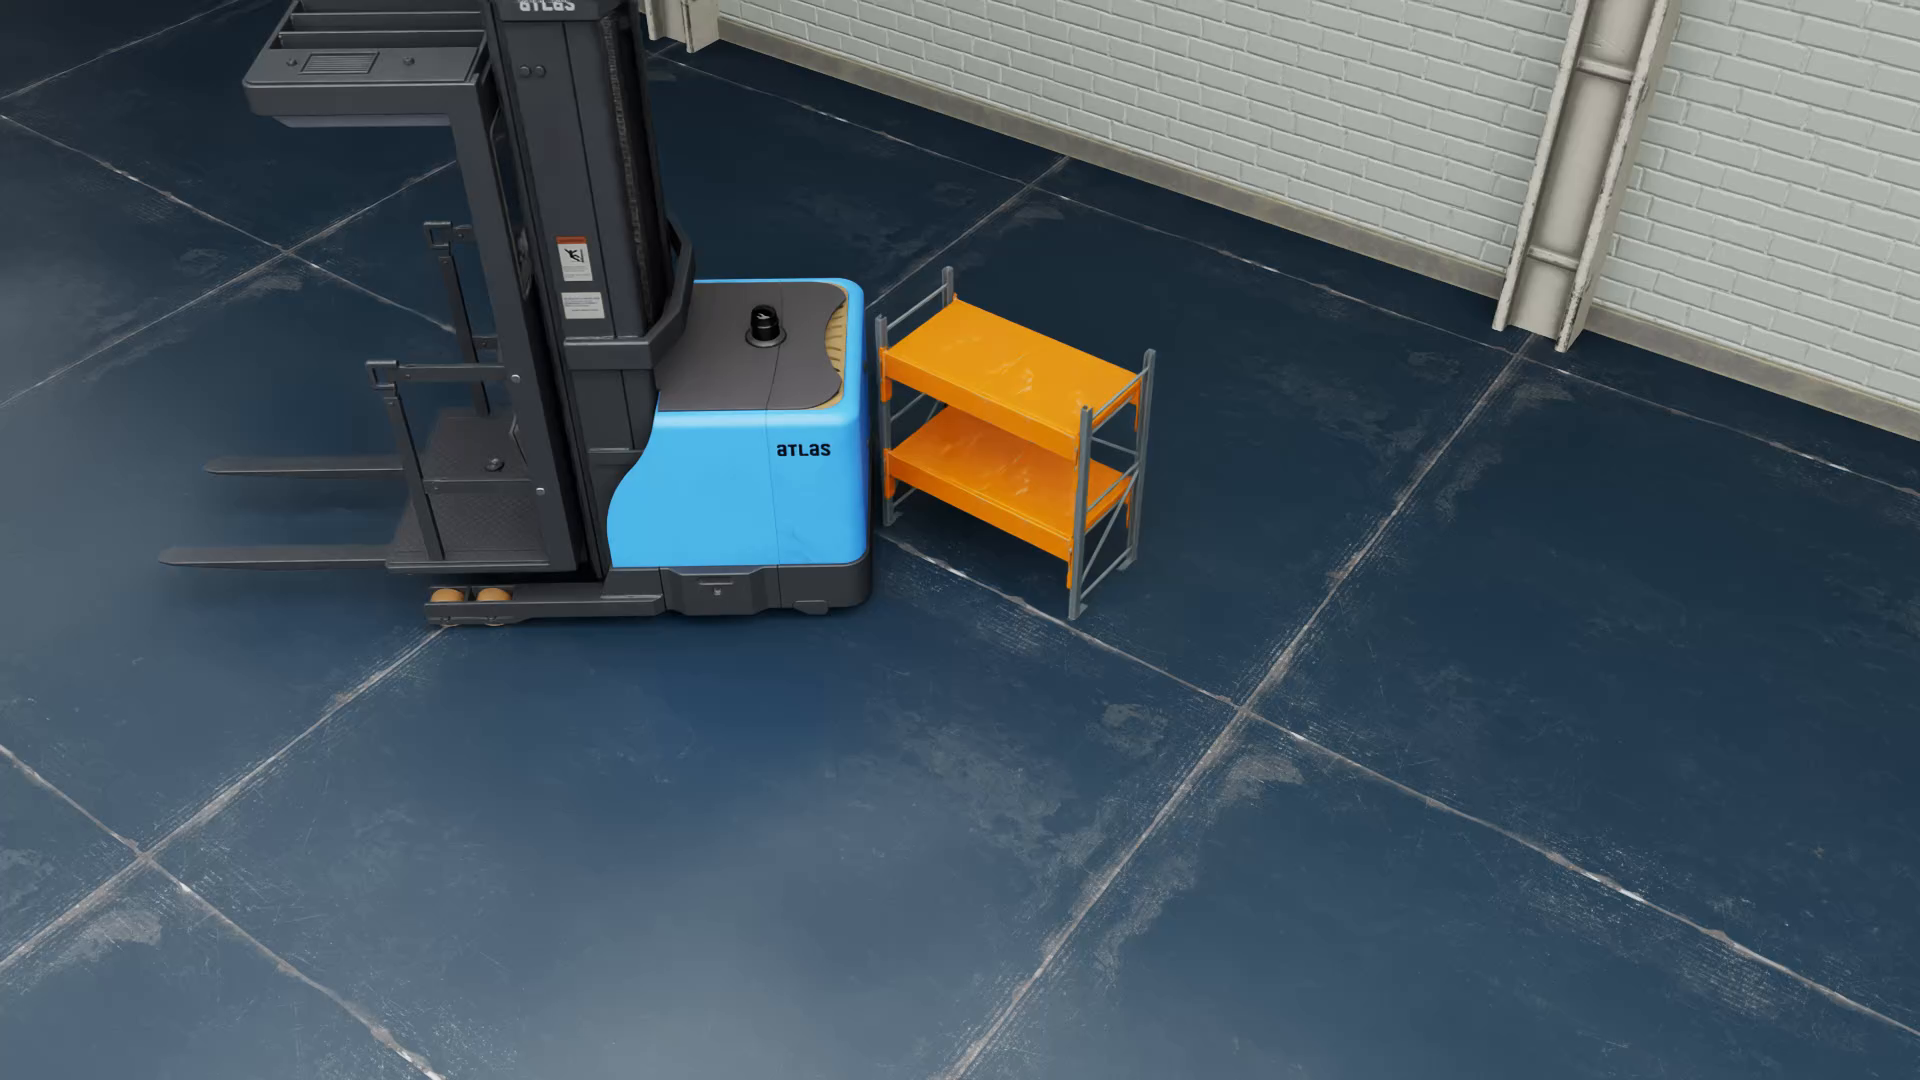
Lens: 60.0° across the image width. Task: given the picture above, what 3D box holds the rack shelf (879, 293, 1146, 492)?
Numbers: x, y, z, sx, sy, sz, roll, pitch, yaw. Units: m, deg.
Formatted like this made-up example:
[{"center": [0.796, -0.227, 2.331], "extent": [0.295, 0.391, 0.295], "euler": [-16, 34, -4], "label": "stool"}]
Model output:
[{"center": [0.218, -0.632, 6.923], "extent": [1.000, 0.278, 0.538], "euler": [27, 48, 27], "label": "rack shelf"}]

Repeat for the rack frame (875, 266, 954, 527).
[{"center": [-0.189, -0.618, 7.345], "extent": [0.032, 1.125, 0.500], "euler": [27, 48, 27], "label": "rack frame"}]

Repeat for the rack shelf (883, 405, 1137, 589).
[{"center": [0.218, -0.232, 7.281], "extent": [1.000, 0.278, 0.538], "euler": [27, 48, 27], "label": "rack shelf"}]

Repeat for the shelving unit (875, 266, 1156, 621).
[{"center": [0.218, -0.414, 7.118], "extent": [1.048, 1.125, 0.538], "euler": [27, 48, 27], "label": "shelving unit"}]

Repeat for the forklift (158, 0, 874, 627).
[{"center": [-1.906, -1.082, 6.509], "extent": [3.031, 2.935, 1.130], "euler": [-1, 42, -1], "label": "forklift"}]

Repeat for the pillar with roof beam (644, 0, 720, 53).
[{"center": [-4.340, -4.424, 5.694], "extent": [0.400, 9.000, 9.100], "euler": [25, 48, 25], "label": "pillar with roof beam"}]

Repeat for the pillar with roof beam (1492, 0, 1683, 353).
[{"center": [0.573, -2.127, 3.127], "extent": [0.400, 9.000, 9.100], "euler": [25, 48, 25], "label": "pillar with roof beam"}]

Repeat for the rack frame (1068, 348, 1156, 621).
[{"center": [0.624, -0.211, 6.890], "extent": [0.032, 1.125, 0.500], "euler": [27, 48, 27], "label": "rack frame"}]
